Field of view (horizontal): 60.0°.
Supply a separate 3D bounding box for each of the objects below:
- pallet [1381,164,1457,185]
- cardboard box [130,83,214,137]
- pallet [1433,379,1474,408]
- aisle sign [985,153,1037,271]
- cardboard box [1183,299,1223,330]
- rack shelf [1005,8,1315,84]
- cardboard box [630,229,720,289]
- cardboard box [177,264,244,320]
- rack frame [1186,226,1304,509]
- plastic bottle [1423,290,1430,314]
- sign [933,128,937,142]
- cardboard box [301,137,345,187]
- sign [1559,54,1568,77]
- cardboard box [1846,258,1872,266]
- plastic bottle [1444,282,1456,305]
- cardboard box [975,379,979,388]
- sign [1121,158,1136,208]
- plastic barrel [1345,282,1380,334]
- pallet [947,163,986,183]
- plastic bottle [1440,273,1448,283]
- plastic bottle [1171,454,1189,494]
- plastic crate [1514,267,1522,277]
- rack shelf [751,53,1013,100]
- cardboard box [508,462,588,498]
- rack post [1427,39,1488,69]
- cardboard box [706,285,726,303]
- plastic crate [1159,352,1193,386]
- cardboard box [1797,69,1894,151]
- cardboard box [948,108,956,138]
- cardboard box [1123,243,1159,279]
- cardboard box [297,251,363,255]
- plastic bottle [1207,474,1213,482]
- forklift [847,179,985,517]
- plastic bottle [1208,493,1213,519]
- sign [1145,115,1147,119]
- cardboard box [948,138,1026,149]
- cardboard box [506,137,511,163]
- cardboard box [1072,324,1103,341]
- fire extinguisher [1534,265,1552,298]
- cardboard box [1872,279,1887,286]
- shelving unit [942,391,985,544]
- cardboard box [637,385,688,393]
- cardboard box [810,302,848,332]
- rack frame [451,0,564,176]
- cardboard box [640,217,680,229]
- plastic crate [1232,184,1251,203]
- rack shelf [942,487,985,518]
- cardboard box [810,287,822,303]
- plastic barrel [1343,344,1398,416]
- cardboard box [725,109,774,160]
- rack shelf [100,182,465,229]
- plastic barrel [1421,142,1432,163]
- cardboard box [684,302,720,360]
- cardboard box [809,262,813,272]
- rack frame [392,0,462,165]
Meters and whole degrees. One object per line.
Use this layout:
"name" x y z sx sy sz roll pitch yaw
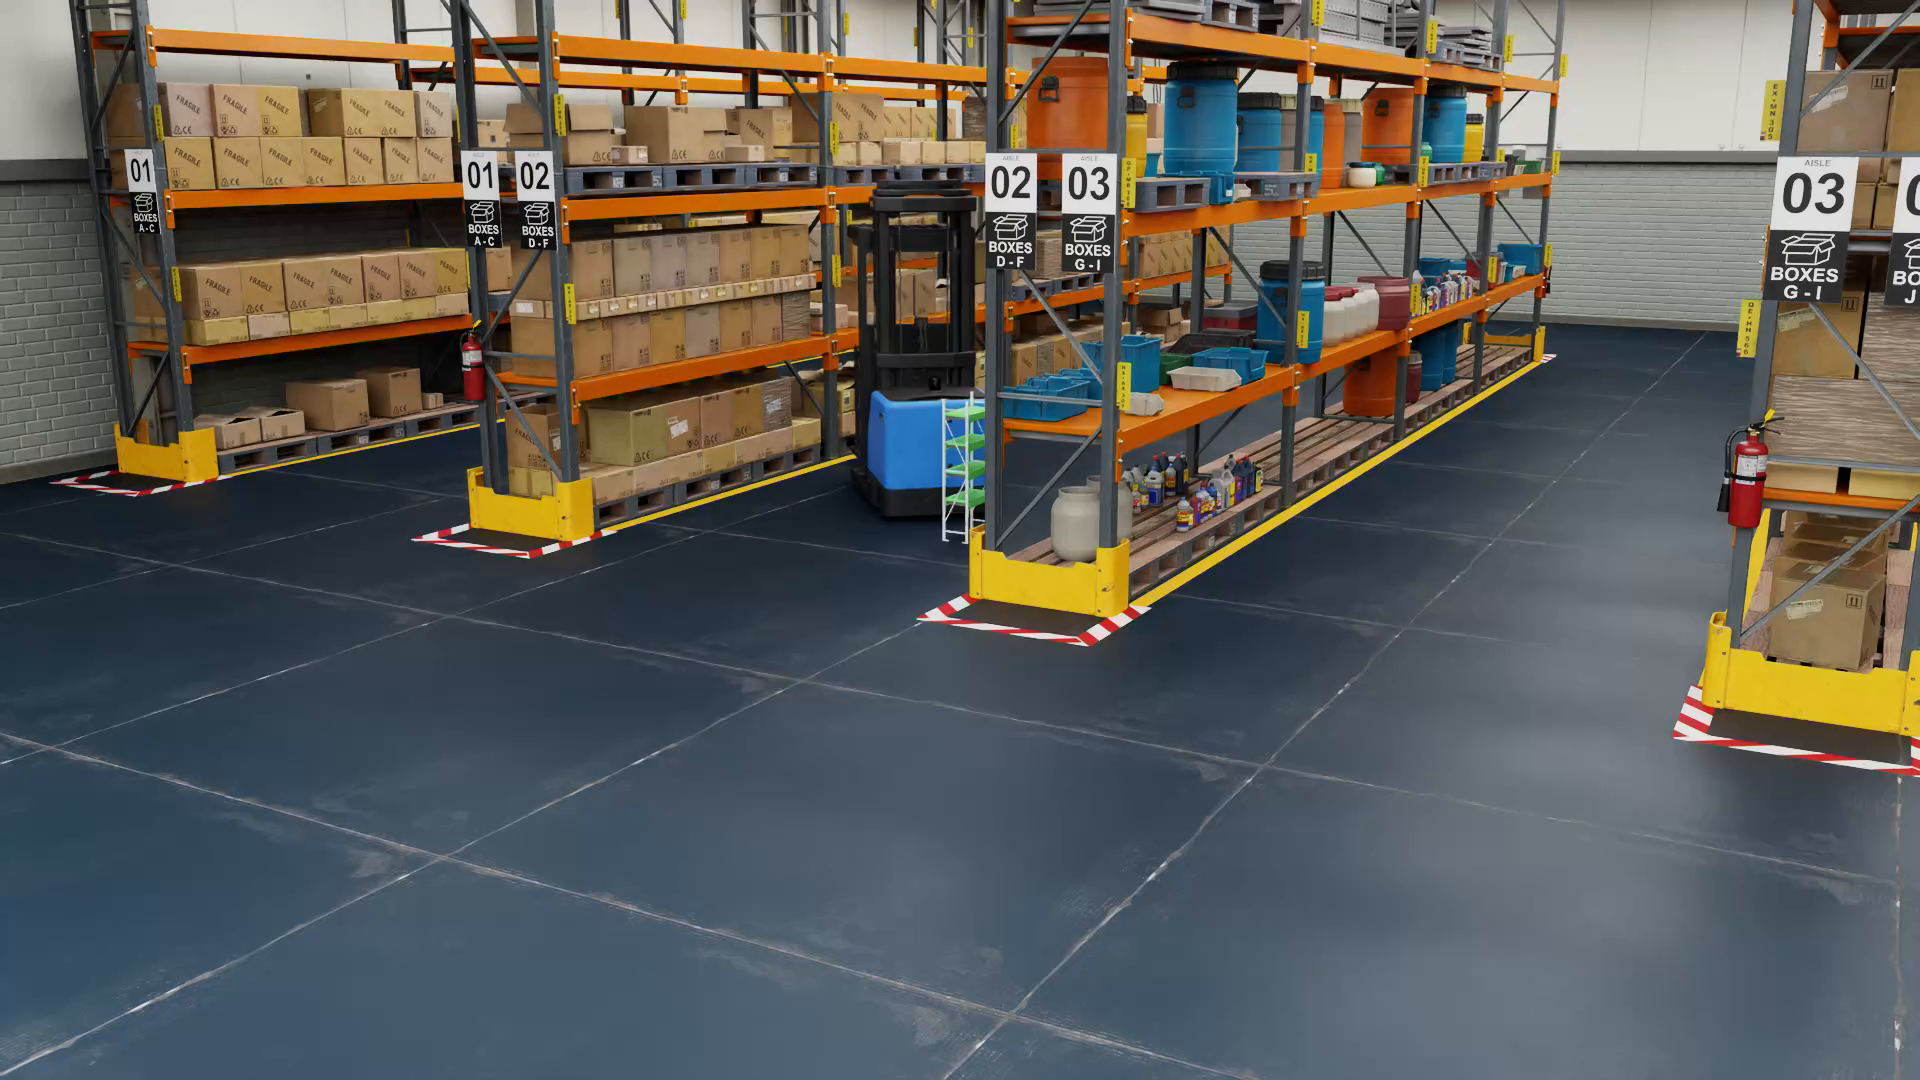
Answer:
"pallet" 4.968 -4.139 18.804 1.003 0.211 1.213 7 15 28
"cardboard box" -7.628 -4.162 16.108 0.500 0.500 0.500 6 15 24
"pallet" 6.037 -1.938 21.623 1.003 0.211 1.213 7 15 28
"aisle sign" 0.351 -2.268 11.495 0.394 0.787 0.004 7 15 28
"cardboard box" 3.999 -3.689 27.331 0.500 0.500 0.500 7 15 28
"rack shelf" 1.612 -3.768 12.851 1.077 0.370 4.000 7 15 28
"cardboard box" -2.692 -2.647 15.630 0.700 0.500 0.500 7 15 28
"cardboard box" -7.533 -2.473 16.569 0.500 0.500 0.500 7 15 28
"rack frame" 2.579 -1.806 15.125 1.000 3.000 0.127 7 15 28
"plastic bottle" 5.445 -2.787 19.442 0.061 0.283 0.133 7 15 28
"sign" -0.295 -4.960 20.705 0.100 0.325 0.005 7 15 28
"cardboard box" -6.868 -3.990 17.528 0.500 0.500 0.500 8 16 31
"sign" 8.870 -6.969 24.427 0.100 0.325 0.005 7 15 28
"cardboard box" 6.234 -1.758 11.944 0.500 0.500 0.500 7 15 28
"plastic bottle" 6.054 -3.064 20.606 0.152 0.276 0.135 7 15 28
"cardboard box" -0.108 -1.814 20.130 0.500 0.250 0.500 7 15 27
"sign" 1.125 -2.385 11.106 0.100 0.325 0.005 7 15 28
"plastic barrel" 4.203 -2.446 17.540 0.421 0.512 0.421 0 14 0
"pallet" -0.071 -4.406 19.911 1.213 0.211 1.003 8 16 31
"plastic bottle" 6.073 -3.176 20.913 0.144 0.351 0.185 7 15 28
"plastic bottle" 1.952 -0.597 14.824 0.144 0.351 0.185 7 15 28
"plastic crate" 7.992 -3.923 24.342 0.396 0.136 0.243 7 15 28
"rack shelf" -0.788 -5.151 18.586 1.077 0.370 4.000 7 15 28
"cardboard box" -3.688 -0.558 14.920 0.500 0.250 0.500 7 15 28
"rack post" 5.579 -5.691 19.506 0.937 0.300 0.954 9 16 34
"cardboard box" -2.440 -2.337 15.729 0.380 0.149 0.250 8 16 30
"plastic crate" 1.676 -1.457 14.127 0.450 0.188 0.662 7 15 28
"cardboard box" 5.509 -2.665 10.374 0.500 0.500 0.500 7 15 28
"cardboard box" -0.407 -7.212 28.759 0.500 0.500 0.500 7 15 28
"cardboard box" 2.597 -4.132 24.558 0.500 0.500 0.500 8 16 30
"cardboard box" -7.003 -2.950 18.546 0.500 0.500 0.500 8 16 30
"plastic bottle" 2.169 -0.435 14.296 0.061 0.283 0.133 7 15 28
"forklift" -0.454 -1.928 15.777 1.130 2.935 3.031 -3 14 -12
"plastic bottle" 2.057 -0.287 13.855 0.097 0.201 0.097 0 14 0
"sign" 2.600 -5.848 23.548 0.100 0.325 0.005 7 15 28
"cardboard box" 0.360 -4.789 20.884 0.910 0.500 0.500 7 15 28
"cardboard box" -5.461 -4.777 20.342 0.500 0.311 0.500 8 16 30
"cardboard box" 1.878 -2.774 23.534 0.500 0.500 0.500 7 15 28
"fire extinguisher" 8.851 -4.029 25.305 0.296 0.674 0.183 7 15 28
"cardboard box" 5.734 -1.287 9.992 0.500 0.500 0.500 7 15 28
"shelving unit" 0.080 -0.617 14.034 0.258 1.200 0.503 7 15 28
"cardboard box" -2.977 -1.232 16.116 0.500 0.500 0.500 7 15 28
"cardboard box" -1.555 -2.401 17.913 0.500 0.250 0.500 9 16 32
"rack frame" -3.689 -4.464 13.349 1.000 3.000 0.127 7 15 28
"cardboard box" -4.167 -4.439 23.556 0.500 0.250 0.500 8 16 30
"plastic crate" 2.157 -2.761 13.248 0.243 0.136 0.396 7 15 28
"rack shelf" 0.080 -0.322 14.105 0.258 0.148 0.480 7 15 28
"cardboard box" -2.426 -3.581 26.177 0.750 0.750 0.750 8 15 29
"plastic barrel" 4.734 -1.878 19.158 0.600 0.830 0.708 7 15 28
"cardboard box" -2.229 -4.074 16.722 0.500 0.500 0.500 9 16 33
"rack shelf" -7.060 -3.627 17.812 1.077 0.370 4.000 7 15 28
"plastic barrel" 5.226 -4.405 18.940 0.294 0.245 0.294 0 14 0
"cardboard box" -2.706 -2.008 15.750 0.700 0.500 0.500 8 16 30
"cardboard box" -2.484 -4.193 25.518 0.380 0.149 0.250 7 15 28
"rack frame" -6.093 -5.845 19.078 1.000 3.000 0.127 7 15 28
